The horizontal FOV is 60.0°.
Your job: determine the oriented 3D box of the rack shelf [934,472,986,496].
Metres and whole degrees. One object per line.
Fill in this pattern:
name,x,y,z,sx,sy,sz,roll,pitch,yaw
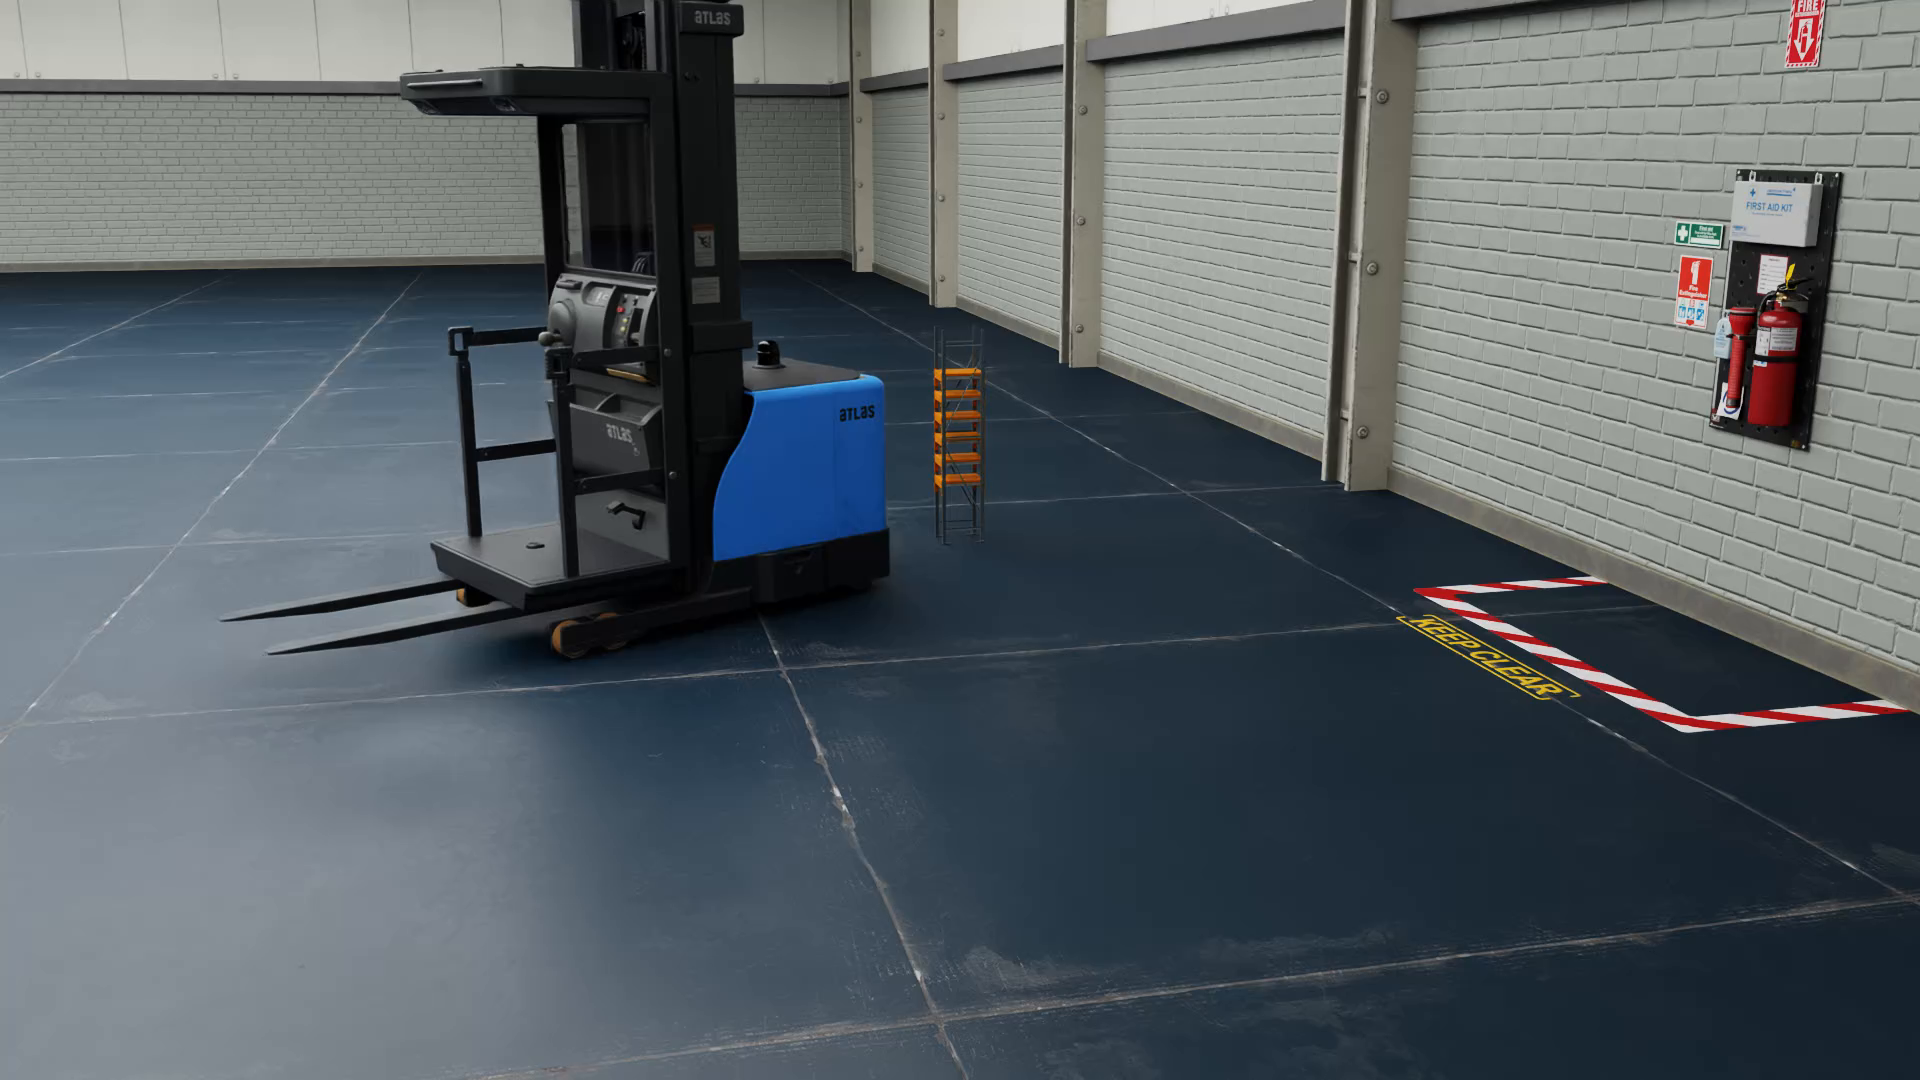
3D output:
rack shelf,-0.003,-0.310,9.366,0.258,0.103,0.180,-3,14,-13

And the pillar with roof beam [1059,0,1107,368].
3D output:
pillar with roof beam,-2.991,-5.884,14.552,9.100,9.000,0.400,-3,14,-13

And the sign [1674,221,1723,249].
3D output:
sign,3.431,-1.421,7.729,0.001,0.109,0.331,-3,14,-13

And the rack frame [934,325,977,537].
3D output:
rack frame,-0.025,-0.607,9.385,0.240,1.200,0.006,-3,14,-13

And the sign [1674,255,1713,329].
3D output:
sign,3.439,-1.165,7.799,0.001,0.329,0.234,-3,14,-13

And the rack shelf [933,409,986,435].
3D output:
rack shelf,-0.003,-0.660,9.280,0.258,0.103,0.180,-3,14,-13

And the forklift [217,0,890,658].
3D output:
forklift,-1.811,-1.045,7.528,3.031,2.935,1.130,-11,18,-39

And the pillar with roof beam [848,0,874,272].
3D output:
pillar with roof beam,-5.809,-8.653,25.883,9.100,9.000,0.400,-3,14,-13

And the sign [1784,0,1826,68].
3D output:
sign,3.564,-2.148,7.012,0.001,0.298,0.199,-3,14,-13

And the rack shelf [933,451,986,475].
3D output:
rack shelf,-0.003,-0.426,9.337,0.258,0.103,0.180,-3,14,-13

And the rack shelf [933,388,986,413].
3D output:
rack shelf,-0.003,-0.776,9.252,0.258,0.103,0.180,-3,14,-13

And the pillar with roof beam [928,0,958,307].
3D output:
pillar with roof beam,-4.400,-7.269,20.217,9.100,9.000,0.400,-3,14,-13

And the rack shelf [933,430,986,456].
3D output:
rack shelf,-0.003,-0.543,9.309,0.258,0.103,0.180,-3,14,-13

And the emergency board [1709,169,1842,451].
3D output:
emergency board,3.469,-1.014,7.257,0.194,1.169,0.643,-3,14,-13

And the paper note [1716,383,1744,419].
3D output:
paper note,3.494,-0.631,7.545,0.016,0.148,0.142,-3,14,-13

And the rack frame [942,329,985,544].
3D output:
rack frame,0.018,-0.565,9.212,0.240,1.200,0.006,-3,14,-13

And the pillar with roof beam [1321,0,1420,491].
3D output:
pillar with roof beam,-1.582,-4.500,8.886,9.100,9.000,0.400,-3,14,-13

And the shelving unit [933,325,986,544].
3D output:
shelving unit,-0.003,-0.586,9.298,0.258,1.200,0.189,-3,14,-13

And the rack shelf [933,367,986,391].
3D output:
rack shelf,-0.003,-0.893,9.223,0.258,0.103,0.180,-3,14,-13
